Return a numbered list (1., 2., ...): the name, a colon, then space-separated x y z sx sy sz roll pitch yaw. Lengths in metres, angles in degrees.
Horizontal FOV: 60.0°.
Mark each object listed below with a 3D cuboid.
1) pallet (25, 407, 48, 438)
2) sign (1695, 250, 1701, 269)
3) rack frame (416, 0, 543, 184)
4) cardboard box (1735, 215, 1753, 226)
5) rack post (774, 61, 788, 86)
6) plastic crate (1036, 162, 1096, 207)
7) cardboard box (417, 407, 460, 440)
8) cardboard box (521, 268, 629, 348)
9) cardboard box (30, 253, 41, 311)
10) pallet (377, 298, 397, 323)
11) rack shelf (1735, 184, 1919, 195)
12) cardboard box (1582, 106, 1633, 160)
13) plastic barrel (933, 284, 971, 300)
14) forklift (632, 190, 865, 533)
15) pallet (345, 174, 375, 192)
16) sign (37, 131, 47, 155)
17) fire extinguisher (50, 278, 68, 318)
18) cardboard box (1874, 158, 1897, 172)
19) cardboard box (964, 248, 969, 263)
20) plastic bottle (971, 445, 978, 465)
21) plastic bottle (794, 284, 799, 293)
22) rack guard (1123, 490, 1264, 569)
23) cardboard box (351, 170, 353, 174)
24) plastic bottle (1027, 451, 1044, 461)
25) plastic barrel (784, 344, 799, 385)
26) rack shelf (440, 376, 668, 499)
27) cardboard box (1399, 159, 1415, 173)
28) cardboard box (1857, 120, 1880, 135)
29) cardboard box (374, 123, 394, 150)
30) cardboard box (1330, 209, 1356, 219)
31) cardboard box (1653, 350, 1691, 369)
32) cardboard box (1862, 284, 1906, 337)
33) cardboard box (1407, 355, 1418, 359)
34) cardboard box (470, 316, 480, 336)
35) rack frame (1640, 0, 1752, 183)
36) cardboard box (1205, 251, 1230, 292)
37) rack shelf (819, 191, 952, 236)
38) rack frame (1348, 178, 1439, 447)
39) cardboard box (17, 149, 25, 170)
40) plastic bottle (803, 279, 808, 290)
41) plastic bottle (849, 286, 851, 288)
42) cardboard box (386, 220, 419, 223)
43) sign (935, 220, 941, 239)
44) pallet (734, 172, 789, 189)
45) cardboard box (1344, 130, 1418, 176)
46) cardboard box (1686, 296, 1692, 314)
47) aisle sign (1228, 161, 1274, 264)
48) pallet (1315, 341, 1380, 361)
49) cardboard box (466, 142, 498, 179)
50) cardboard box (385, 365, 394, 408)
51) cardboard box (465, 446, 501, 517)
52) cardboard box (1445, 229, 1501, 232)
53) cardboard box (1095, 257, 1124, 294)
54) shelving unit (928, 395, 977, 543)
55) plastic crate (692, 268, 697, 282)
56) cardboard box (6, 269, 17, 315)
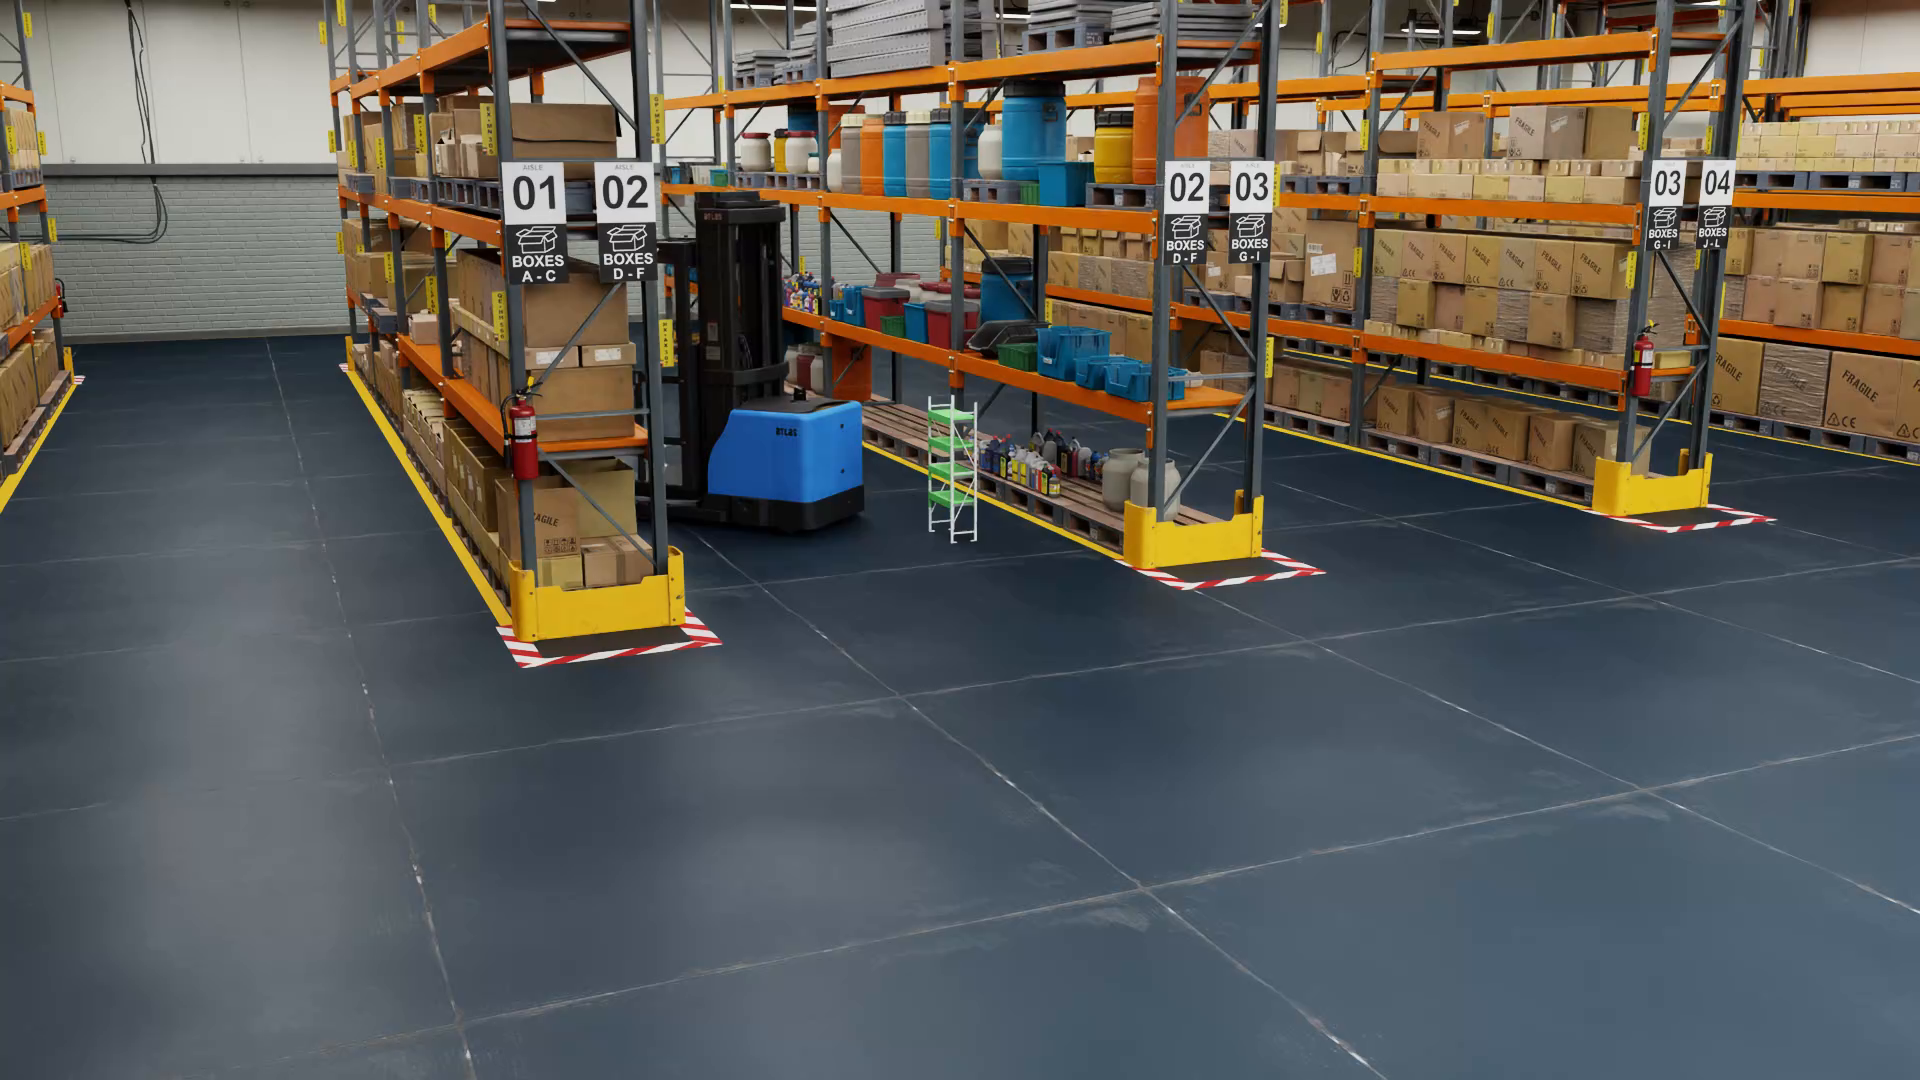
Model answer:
1. pallet: -11.513 -1.373 19.836 1.003 0.211 1.213 -6 14 -23
2. sign: 9.021 -3.475 20.342 0.100 0.325 0.005 -6 14 -23
3. rack frame: -4.149 -4.603 14.299 1.000 3.000 0.127 -6 14 -23
4. cardboard box: 12.434 -4.955 26.688 0.500 0.500 0.500 -6 14 -25
5. rack post: -1.886 -6.052 21.670 0.937 0.300 0.954 -4 14 -17
6. plastic crate: 0.954 -3.120 14.583 0.392 0.384 0.575 -6 14 -23
7. cardboard box: -5.183 -1.190 16.783 0.500 0.311 0.500 -6 14 -24
8. cardboard box: -2.743 -1.643 11.717 0.700 0.500 0.500 -6 14 -23
9. cardboard box: -12.380 -3.295 21.291 0.980 0.700 0.700 -6 14 -24
10. pallet: -6.534 -2.814 20.302 1.003 0.211 1.213 -6 14 -23
11. rack shelf: 13.209 -4.993 24.234 1.077 0.370 4.000 -6 14 -23
12. cardboard box: 6.185 -3.977 16.259 0.500 0.500 0.500 -6 14 -23
13. plastic barrel: -0.085 -2.562 18.485 0.433 0.535 0.433 0 13 0
14. forklift: -2.431 -1.690 15.171 3.031 2.935 1.130 6 14 25
15. pallet: -7.156 -4.561 21.191 1.213 0.211 1.003 -6 14 -23
16. sign: -12.990 -5.611 23.521 0.100 0.325 0.005 -6 14 -23
17. fire extinguisher: -13.131 -3.564 24.117 0.296 0.674 0.183 -6 14 -23
18. cardboard box: 10.165 -4.067 18.044 0.380 0.149 0.250 -6 14 -23
19. cardboard box: 0.282 -4.895 28.539 0.500 0.250 0.500 -6 14 -24
20. plastic bottle: 0.158 -0.851 16.625 0.097 0.201 0.097 0 13 0
21. plastic bottle: -2.164 -3.228 21.926 0.061 0.283 0.133 -6 14 -23
22. rack guard: 1.920 -0.094 13.666 1.175 0.500 0.348 -6 14 -23
23. cardboard box: -7.982 -4.902 22.577 0.500 0.250 0.500 -6 14 -23
24. plastic bottle: 0.706 -0.701 15.813 0.152 0.276 0.135 -6 14 -23
25. plastic barrel: -2.183 -2.387 22.617 0.421 0.512 0.421 0 13 0
26. rack shelf: -3.348 -0.916 13.272 1.077 0.370 4.000 -6 14 -23
27. cardboard box: 4.946 -4.013 17.851 0.380 0.149 0.250 -6 14 -26
28. cardboard box: 10.060 -4.509 18.185 0.380 0.149 0.250 -6 14 -23
29. cardboard box: -6.682 -4.710 20.041 0.600 0.600 0.600 -6 14 -25
30. cardboard box: 6.353 -5.450 28.166 0.500 0.500 0.500 -5 14 -22
31. cardboard box: 6.636 -1.706 15.644 0.380 0.149 0.250 -6 14 -23
32. cardboard box: 10.577 -2.559 18.441 0.875 0.550 0.550 -6 14 -23
33. cardboard box: 7.205 -3.034 25.439 0.500 0.500 0.500 -5 14 -21
34. cardboard box: -3.808 -1.761 13.664 0.380 0.149 0.250 -6 14 -25
35. rack frame: 6.532 -4.670 14.591 1.000 3.000 0.127 -6 14 -23
36. cardboard box: 3.580 -3.546 21.884 0.500 0.500 0.500 -8 15 -30
37. rack shelf: -0.410 -3.651 18.434 1.077 0.370 4.000 -6 14 -23
38. rack frame: 4.930 -2.574 18.838 1.000 3.000 0.127 -6 14 -23
39. cardboard box: -12.117 -4.799 20.981 0.500 0.250 0.500 -6 14 -24
40. plastic bottle: -2.118 -3.470 22.994 0.097 0.271 0.097 0 13 0
41. plastic bottle: -1.441 -3.206 21.855 0.097 0.271 0.097 0 13 0
42. cardboard box: -8.110 -4.417 24.362 0.500 0.500 0.500 -5 14 -21
43. sign: -0.388 -5.465 29.233 0.100 0.325 0.005 -6 14 -23
44. pallet: -2.410 -4.996 23.068 1.213 0.211 1.003 -6 14 -23
45. cardboard box: 4.832 -4.396 18.899 0.797 0.503 0.637 -6 14 -26
46. cardboard box: 9.061 -3.133 21.034 0.500 0.500 0.500 -6 14 -23
47. aisle sign: 2.291 -2.578 13.092 0.394 0.787 0.004 -6 14 -23
48. pallet: 6.623 -3.135 27.445 1.003 0.211 1.213 -6 14 -23
49. cardboard box: -3.249 -2.729 11.946 0.500 0.250 0.500 -6 14 -23
50. cardboard box: -6.764 -1.890 20.450 0.500 0.500 0.500 -6 14 -25
51. cardboard box: -3.647 -0.476 13.280 0.500 0.500 0.500 -6 14 -23
52. cardboard box: 5.563 -3.083 17.941 0.500 0.500 0.500 -6 14 -23
53. cardboard box: 2.294 -3.844 24.106 0.500 0.500 0.500 -5 14 -22
54. shelving unit: -0.066 -0.619 14.382 0.258 1.200 0.503 -6 14 -23
55. plastic crate: -3.971 -4.139 25.838 0.416 0.233 0.300 -6 14 -23
56. cardboard box: -11.068 -2.806 18.916 0.500 0.500 0.500 -6 14 -23
